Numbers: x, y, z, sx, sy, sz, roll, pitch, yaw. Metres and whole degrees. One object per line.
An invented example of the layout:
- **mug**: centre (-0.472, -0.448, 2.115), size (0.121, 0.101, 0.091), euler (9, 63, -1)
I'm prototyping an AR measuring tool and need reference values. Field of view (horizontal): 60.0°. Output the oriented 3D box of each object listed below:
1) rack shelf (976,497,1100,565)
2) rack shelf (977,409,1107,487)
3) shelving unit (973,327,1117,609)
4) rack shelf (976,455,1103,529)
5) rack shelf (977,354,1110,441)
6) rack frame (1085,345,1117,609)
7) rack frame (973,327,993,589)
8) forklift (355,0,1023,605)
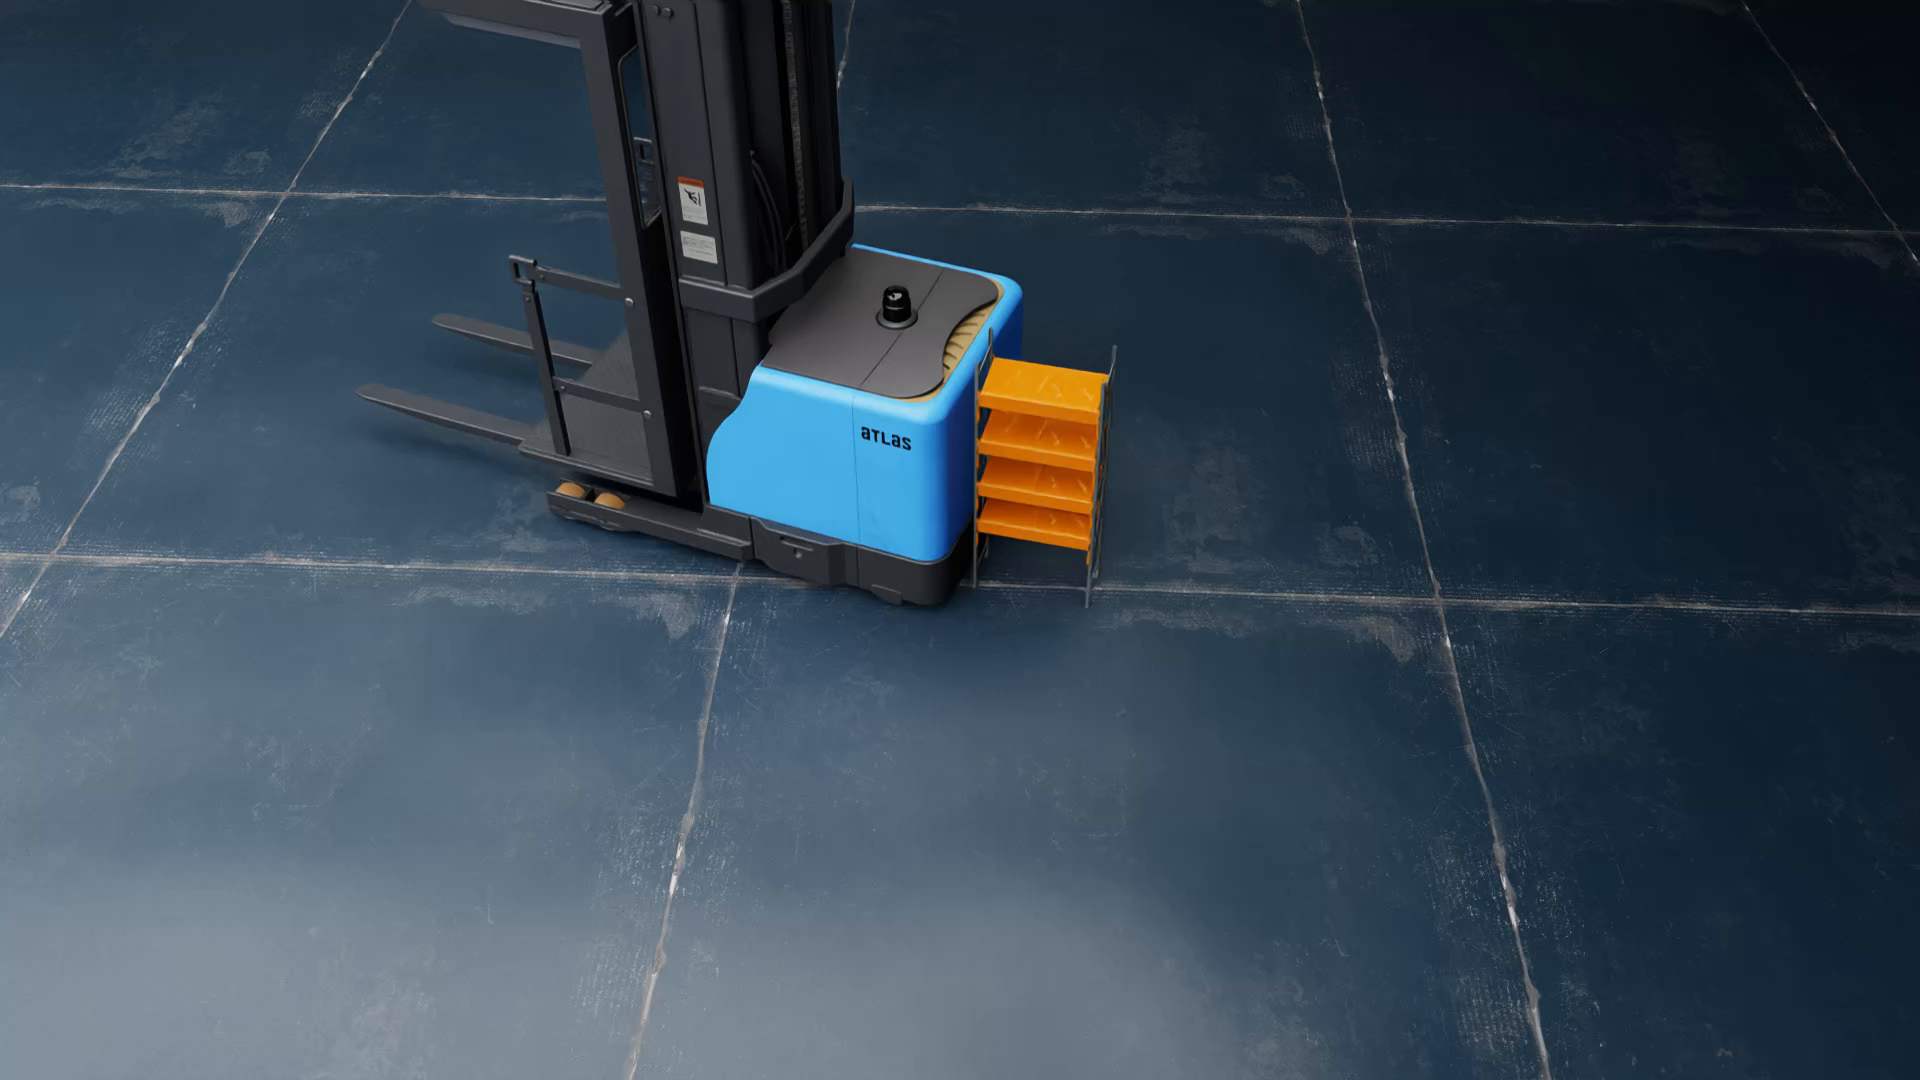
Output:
- **rack shelf**: centre (0.329, -0.074, 6.925), size (0.480, 0.148, 0.258), euler (10, 44, 11)
- **rack shelf**: centre (0.329, -0.383, 6.637), size (0.480, 0.148, 0.258), euler (10, 44, 11)
- **shelving unit**: centre (0.329, -0.269, 6.744), size (0.503, 1.200, 0.258), euler (10, 44, 11)
- **rack shelf**: centre (0.329, -0.220, 6.790), size (0.480, 0.148, 0.258), euler (10, 44, 11)
- **rack shelf**: centre (0.329, -0.556, 6.476), size (0.480, 0.148, 0.258), euler (10, 44, 11)
- **rack frame**: centre (0.565, -0.227, 6.699), size (0.015, 1.200, 0.240), euler (10, 44, 11)
- **rack frame**: centre (0.093, -0.310, 6.788), size (0.015, 1.200, 0.240), euler (10, 44, 11)
- **forklift**: centre (-1.292, -1.435, 6.725), size (3.031, 2.935, 1.130), euler (15, 45, 15)
